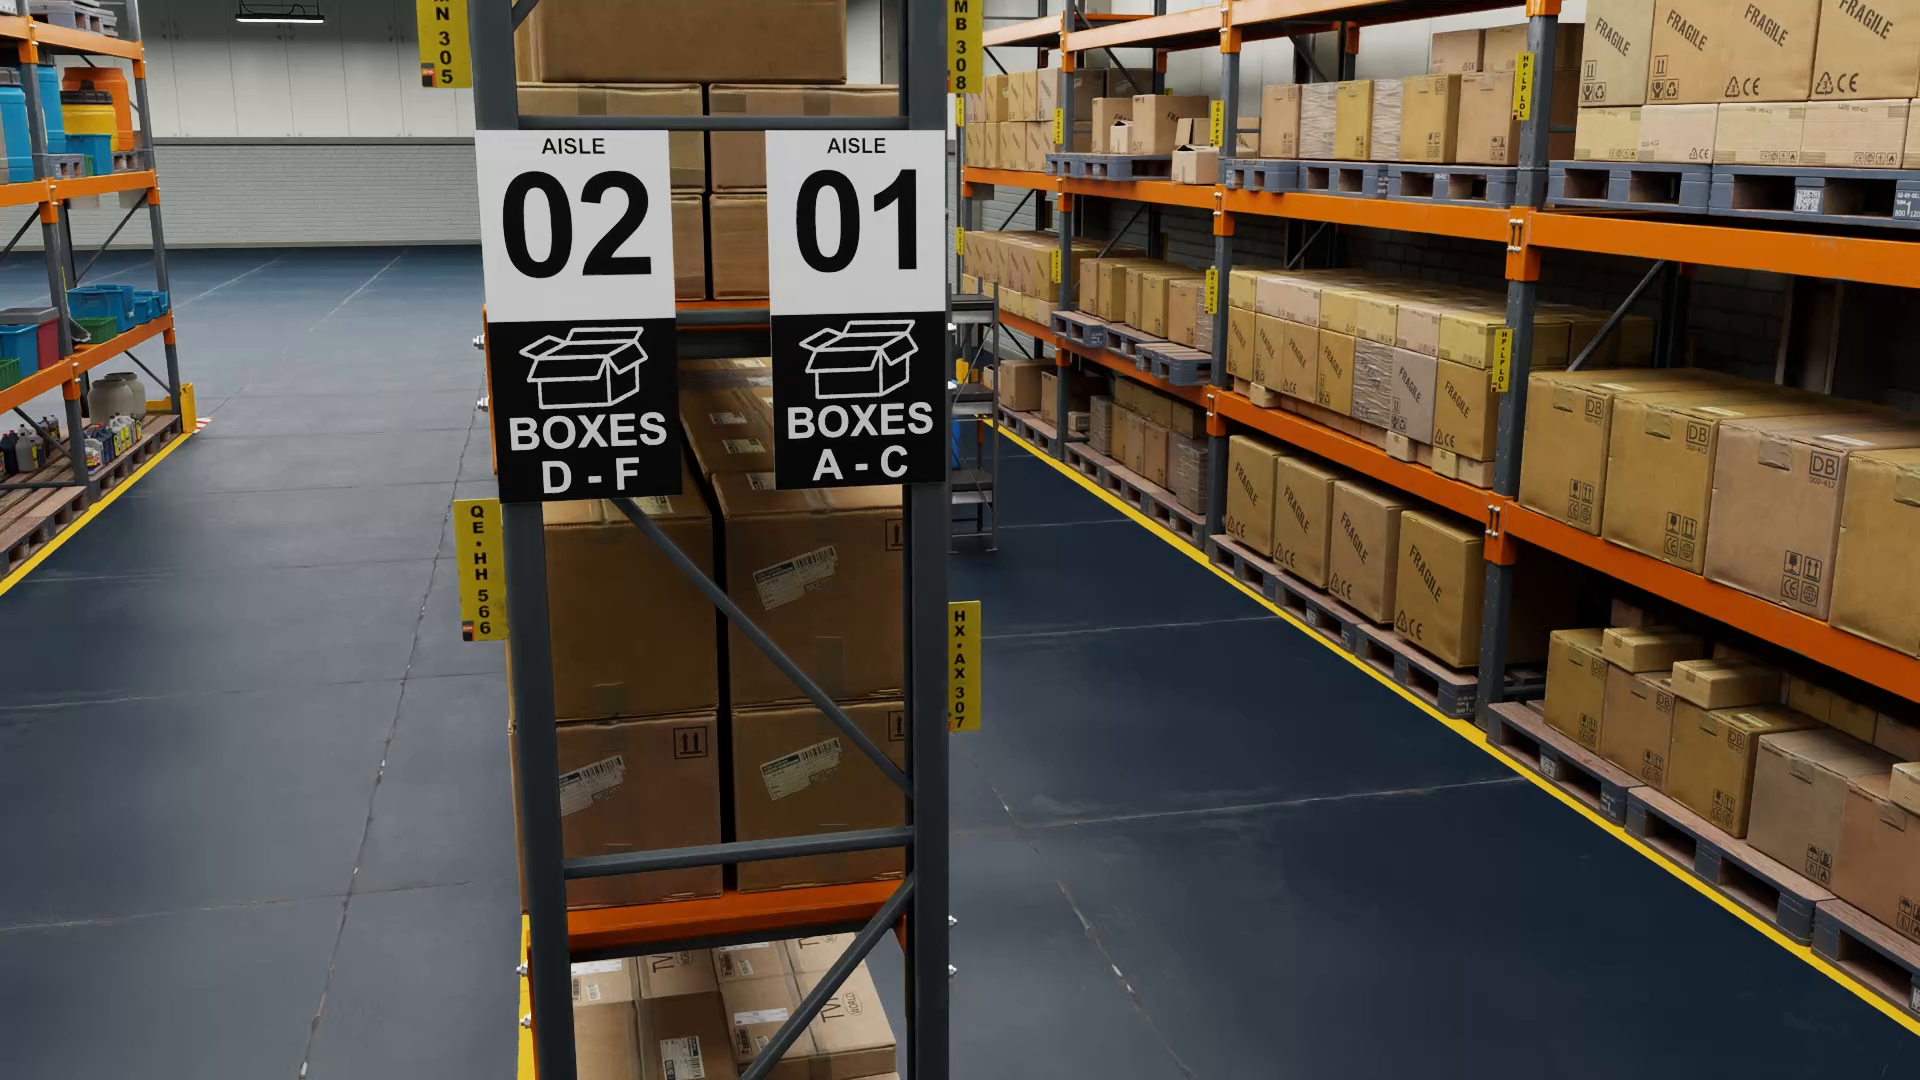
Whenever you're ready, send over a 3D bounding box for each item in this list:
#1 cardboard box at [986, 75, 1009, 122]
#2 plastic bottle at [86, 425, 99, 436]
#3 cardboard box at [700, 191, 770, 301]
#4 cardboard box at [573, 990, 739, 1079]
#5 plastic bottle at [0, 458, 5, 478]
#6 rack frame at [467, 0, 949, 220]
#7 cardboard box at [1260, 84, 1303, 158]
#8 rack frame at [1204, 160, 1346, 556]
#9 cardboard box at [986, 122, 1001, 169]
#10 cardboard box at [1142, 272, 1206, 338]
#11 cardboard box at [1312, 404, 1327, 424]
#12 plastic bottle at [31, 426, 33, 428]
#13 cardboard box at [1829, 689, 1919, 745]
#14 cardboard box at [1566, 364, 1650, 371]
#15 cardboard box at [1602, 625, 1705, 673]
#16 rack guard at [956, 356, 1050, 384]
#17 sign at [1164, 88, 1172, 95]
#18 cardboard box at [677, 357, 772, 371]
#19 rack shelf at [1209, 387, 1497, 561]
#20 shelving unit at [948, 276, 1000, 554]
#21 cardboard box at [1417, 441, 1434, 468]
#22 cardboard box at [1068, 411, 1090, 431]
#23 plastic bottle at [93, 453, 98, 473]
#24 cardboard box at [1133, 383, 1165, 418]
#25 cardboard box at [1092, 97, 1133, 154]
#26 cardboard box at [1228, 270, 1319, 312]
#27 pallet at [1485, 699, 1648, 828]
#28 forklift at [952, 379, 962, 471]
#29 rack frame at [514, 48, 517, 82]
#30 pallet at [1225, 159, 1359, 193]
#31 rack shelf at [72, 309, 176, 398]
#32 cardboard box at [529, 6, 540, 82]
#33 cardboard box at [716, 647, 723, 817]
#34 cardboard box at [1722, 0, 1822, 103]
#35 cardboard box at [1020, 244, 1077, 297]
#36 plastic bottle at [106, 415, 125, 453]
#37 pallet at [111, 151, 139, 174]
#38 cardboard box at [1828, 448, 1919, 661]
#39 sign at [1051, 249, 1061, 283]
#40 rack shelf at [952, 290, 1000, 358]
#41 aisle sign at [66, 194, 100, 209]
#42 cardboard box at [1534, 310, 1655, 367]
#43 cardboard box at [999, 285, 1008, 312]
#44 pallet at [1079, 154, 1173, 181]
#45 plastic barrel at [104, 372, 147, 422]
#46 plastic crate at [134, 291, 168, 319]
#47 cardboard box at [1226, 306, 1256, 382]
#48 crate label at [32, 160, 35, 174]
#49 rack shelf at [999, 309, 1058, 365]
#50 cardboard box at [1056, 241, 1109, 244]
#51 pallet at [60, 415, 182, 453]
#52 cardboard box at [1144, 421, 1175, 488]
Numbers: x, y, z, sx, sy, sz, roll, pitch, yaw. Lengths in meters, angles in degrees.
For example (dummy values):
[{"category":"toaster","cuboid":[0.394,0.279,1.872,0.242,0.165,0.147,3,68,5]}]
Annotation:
[{"category":"cardboard box","cuboid":[0.584,-4.872,18.370,0.500,0.500,0.500,-3,14,-12]},{"category":"plastic bottle","cuboid":[-8.229,-0.962,15.857,0.152,0.276,0.135,-3,14,-13]},{"category":"cardboard box","cuboid":[-0.400,-0.759,4.208,0.500,0.250,0.500,-3,14,-13]},{"category":"cardboard box","cuboid":[-0.894,1.647,4.705,0.500,0.500,0.500,-3,14,-13]},{"category":"plastic bottle","cuboid":[-8.548,-0.655,14.759,0.097,0.201,0.097,0,14,0]},{"category":"rack frame","cuboid":[-0.526,-2.156,3.291,1.000,3.000,0.127,-3,14,-13]},{"category":"cardboard box","cuboid":[2.577,-2.977,11.834,0.700,0.500,0.500,-4,14,-18]},{"category":"rack frame","cuboid":[2.409,-1.364,12.691,1.000,3.000,0.127,-3,14,-13]},{"category":"cardboard box","cuboid":[0.583,-4.389,18.497,0.500,0.500,0.500,-3,14,-11]},{"category":"cardboard box","cuboid":[1.975,-2.021,14.239,0.700,0.500,0.500,-3,14,-13]},{"category":"cardboard box","cuboid":[2.590,-0.868,11.146,0.380,0.149,0.250,-3,14,-12]},{"category":"plastic bottle","cuboid":[-8.825,-0.961,15.863,0.097,0.271,0.097,0,14,0]},{"category":"cardboard box","cuboid":[3.951,0.746,7.069,0.380,0.149,0.250,-3,14,-13]},{"category":"cardboard box","cuboid":[3.485,-0.764,9.356,0.500,0.500,0.500,-4,14,-15]},{"category":"cardboard box","cuboid":[3.327,0.521,7.989,0.380,0.149,0.250,-3,14,-11]},{"category":"rack guard","cuboid":[0.548,-1.978,20.470,1.175,0.500,0.348,-3,14,-13]},{"category":"sign","cuboid":[2.008,-4.218,16.134,0.100,0.325,0.005,-3,14,-13]},{"category":"cardboard box","cuboid":[-0.972,-0.478,6.748,0.500,0.500,0.500,-4,14,-14]},{"category":"rack shelf","cuboid":[2.879,-0.553,10.887,1.077,0.370,4.000,-3,14,-13]},{"category":"shelving unit","cuboid":[0.039,-0.982,13.022,0.431,2.100,0.503,-3,14,-13]},{"category":"cardboard box","cuboid":[2.895,-0.510,9.683,0.380,0.149,0.250,-3,14,-11]},{"category":"cardboard box","cuboid":[1.315,-1.246,17.250,0.380,0.166,0.250,-5,15,-21]},{"category":"plastic bottle","cuboid":[-7.833,-0.710,14.984,0.097,0.201,0.097,0,14,0]},{"category":"cardboard box","cuboid":[1.891,-1.261,15.026,0.500,0.250,0.500,-4,14,-15]},{"category":"cardboard box","cuboid":[1.520,-3.866,15.515,0.500,0.500,0.500,-1,14,-5]},{"category":"cardboard box","cuboid":[2.272,-1.806,12.037,0.500,0.250,0.500,-3,14,-12]},{"category":"pallet","cuboid":[3.451,1.093,8.509,1.003,0.211,1.213,-3,14,-13]},{"category":"forklift","cuboid":[-0.950,-2.063,15.697,1.130,2.935,3.031,-5,15,-19]},{"category":"rack frame","cuboid":[-1.466,-3.079,7.068,1.000,3.000,0.127,-3,14,-13]},{"category":"pallet","cuboid":[2.612,-2.584,11.761,1.213,0.211,1.003,-3,14,-11]},{"category":"rack shelf","cuboid":[-8.630,-1.847,16.181,1.077,0.370,4.000,-3,14,-13]},{"category":"cardboard box","cuboid":[-0.920,-1.580,4.937,0.700,0.500,0.500,-3,14,-13]},{"category":"cardboard box","cuboid":[-0.501,0.474,4.956,0.500,0.500,0.500,-3,14,-14]},{"category":"cardboard box","cuboid":[3.491,-2.031,6.738,0.500,0.500,0.500,-3,14,-13]},{"category":"cardboard box","cuboid":[0.935,-2.795,17.240,0.500,0.500,0.500,-3,14,-14]},{"category":"plastic bottle","cuboid":[-8.091,-1.013,15.906,0.144,0.351,0.185,-3,14,-14]},{"category":"pallet","cuboid":[-9.001,-3.827,16.847,1.003,0.211,1.213,-3,14,-13]},{"category":"cardboard box","cuboid":[3.977,0.051,6.265,0.980,0.700,0.700,-3,14,-14]},{"category":"sign","cuboid":[0.944,-2.675,16.234,0.100,0.325,0.005,-3,14,-13]},{"category":"rack shelf","cuboid":[0.039,-1.649,12.859,0.431,0.518,0.480,-3,14,-13]},{"category":"aisle sign","cuboid":[-9.401,-3.921,17.677,0.394,0.787,0.004,-3,14,-13]},{"category":"cardboard box","cuboid":[3.494,-1.129,9.269,0.500,0.250,0.500,-3,14,-11]},{"category":"cardboard box","cuboid":[0.702,-2.663,18.280,0.500,0.250,0.500,-3,14,-13]},{"category":"pallet","cuboid":[1.758,-3.265,14.548,1.213,0.211,1.003,-3,14,-13]},{"category":"plastic barrel","cuboid":[-8.871,-1.505,17.626,0.421,0.512,0.421,0,14,0]},{"category":"plastic crate","cuboid":[-8.691,-2.487,17.598,0.499,0.251,0.616,-3,14,-13]},{"category":"cardboard box","cuboid":[2.274,-1.441,12.124,0.500,0.500,0.500,-3,14,-12]},{"category":"crate label","cuboid":[-8.981,-3.592,15.803,0.502,0.251,0.408,-3,14,-13]},{"category":"rack shelf","cuboid":[1.000,-2.399,18.442,1.077,0.370,4.000,-3,14,-13]},{"category":"cardboard box","cuboid":[1.333,-2.943,17.847,0.500,0.500,0.500,-3,14,-12]},{"category":"pallet","cuboid":[-8.851,-1.100,17.486,1.003,0.211,1.213,-3,14,-13]},{"category":"cardboard box","cuboid":[2.037,-0.765,14.579,0.700,0.500,0.500,-3,14,-13]}]
